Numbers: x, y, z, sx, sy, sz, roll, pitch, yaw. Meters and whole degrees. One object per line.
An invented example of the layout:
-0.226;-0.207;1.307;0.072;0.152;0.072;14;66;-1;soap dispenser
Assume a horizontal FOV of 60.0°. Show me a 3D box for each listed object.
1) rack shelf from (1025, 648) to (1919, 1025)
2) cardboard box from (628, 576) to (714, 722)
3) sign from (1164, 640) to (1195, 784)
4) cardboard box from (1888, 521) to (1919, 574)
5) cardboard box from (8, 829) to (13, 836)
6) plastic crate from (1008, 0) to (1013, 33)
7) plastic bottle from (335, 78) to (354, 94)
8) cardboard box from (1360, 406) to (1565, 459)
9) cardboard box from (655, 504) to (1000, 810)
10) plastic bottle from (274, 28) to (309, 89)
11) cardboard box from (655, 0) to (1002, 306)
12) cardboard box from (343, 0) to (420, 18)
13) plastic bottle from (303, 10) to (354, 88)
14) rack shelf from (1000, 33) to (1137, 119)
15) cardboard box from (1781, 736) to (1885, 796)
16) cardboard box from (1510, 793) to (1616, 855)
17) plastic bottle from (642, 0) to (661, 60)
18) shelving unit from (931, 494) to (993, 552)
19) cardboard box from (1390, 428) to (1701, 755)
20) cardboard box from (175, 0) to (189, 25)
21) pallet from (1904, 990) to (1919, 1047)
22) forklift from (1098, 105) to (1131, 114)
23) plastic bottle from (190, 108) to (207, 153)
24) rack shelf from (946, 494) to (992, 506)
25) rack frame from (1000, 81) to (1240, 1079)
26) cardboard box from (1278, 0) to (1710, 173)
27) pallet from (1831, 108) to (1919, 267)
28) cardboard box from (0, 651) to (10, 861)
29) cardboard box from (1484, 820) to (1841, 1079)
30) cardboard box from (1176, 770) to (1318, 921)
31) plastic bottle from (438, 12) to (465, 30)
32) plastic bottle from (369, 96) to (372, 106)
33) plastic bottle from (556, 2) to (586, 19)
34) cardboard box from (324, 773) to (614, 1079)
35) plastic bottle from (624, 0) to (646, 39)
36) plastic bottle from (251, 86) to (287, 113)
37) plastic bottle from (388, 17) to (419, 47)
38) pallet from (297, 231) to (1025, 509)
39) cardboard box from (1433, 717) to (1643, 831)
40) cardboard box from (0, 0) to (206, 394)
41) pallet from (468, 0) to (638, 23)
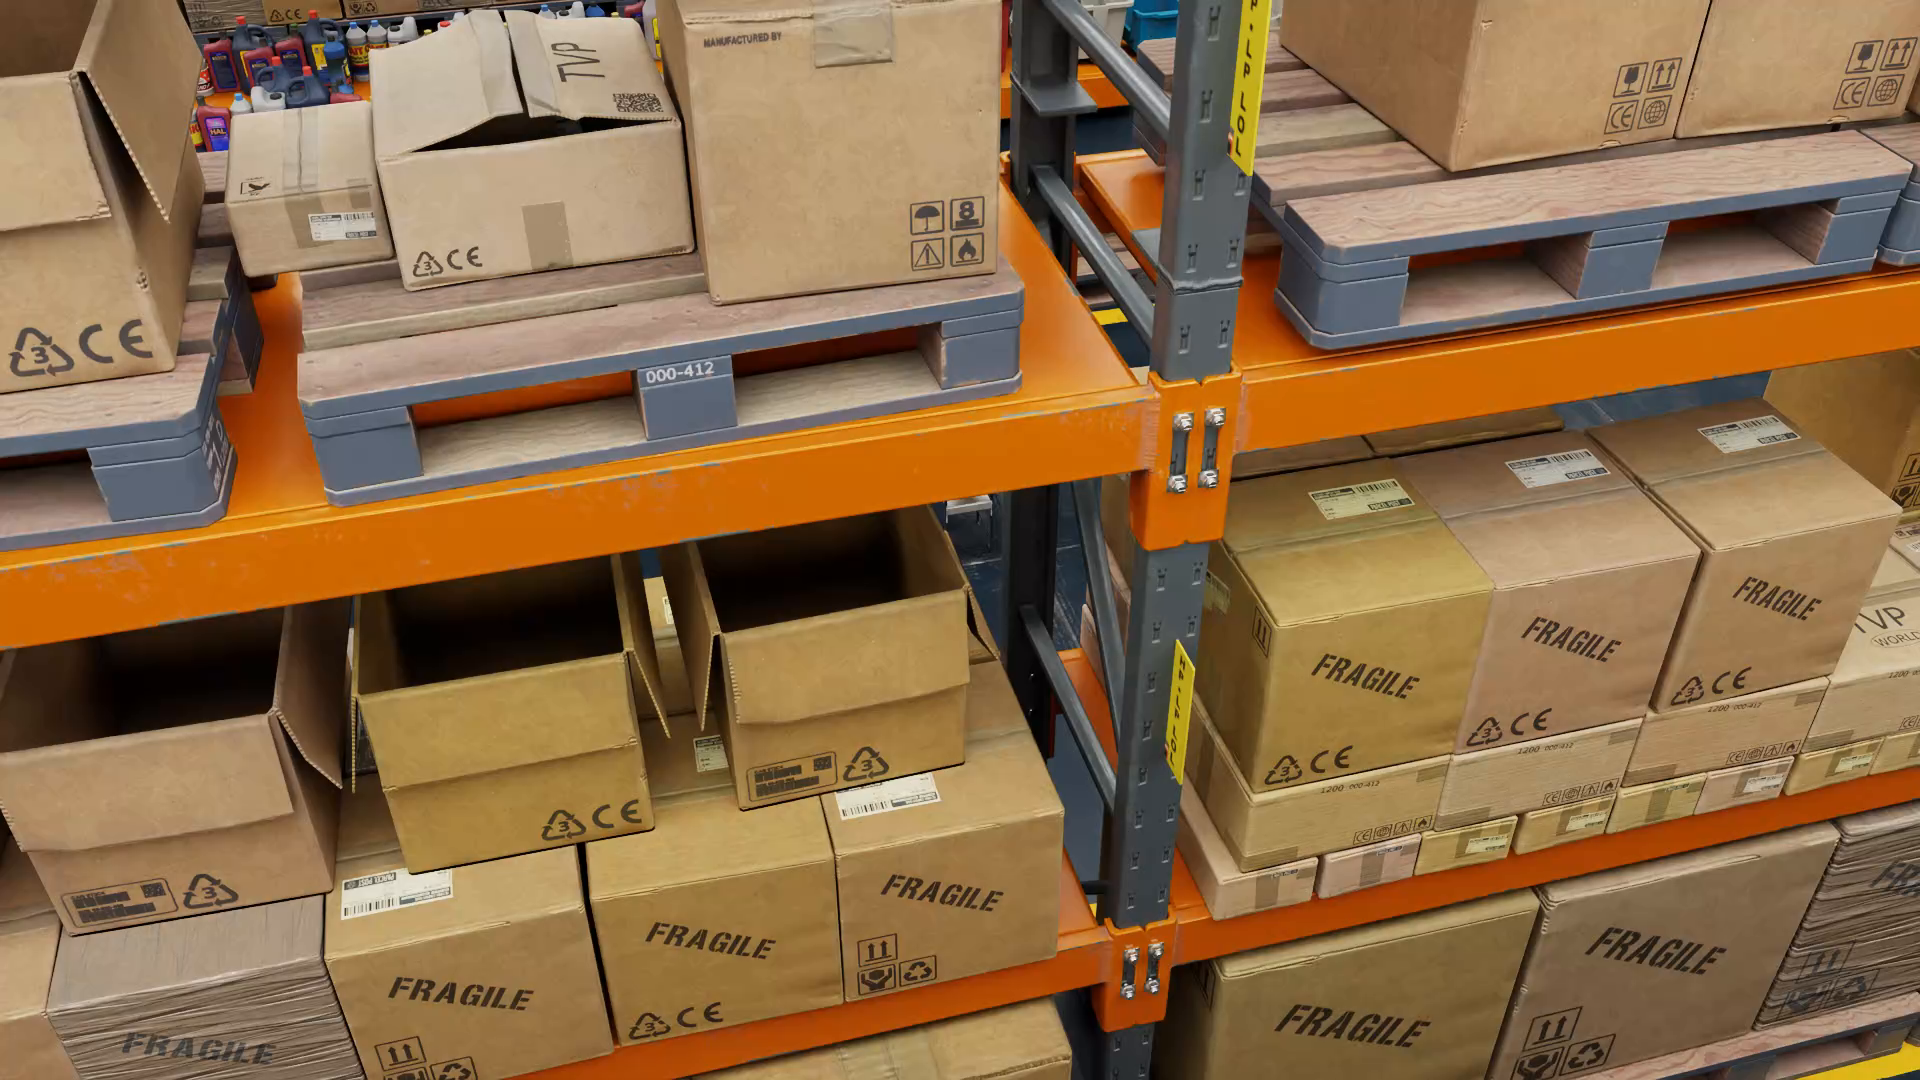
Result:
2.230;0.437;4.802;4.000;0.370;1.077;-9;38;-12;rack shelf
-0.695;0.435;4.131;0.500;0.500;0.500;-9;38;-12;cardboard box
0.450;0.356;3.428;0.005;0.325;0.100;-9;38;-12;sign
2.781;0.169;4.439;0.500;0.250;0.500;-11;39;-13;cardboard box
-2.167;0.679;3.812;0.500;0.500;0.500;-11;39;-13;cardboard box
0.019;-2.687;8.471;0.590;0.125;0.437;-9;38;-12;plastic crate
-2.731;-1.918;7.395;0.097;0.271;0.097;0;37;0;plastic bottle
1.158;-0.195;4.298;0.500;0.500;0.500;-9;38;-11;cardboard box
-0.315;0.136;3.696;0.637;0.503;0.797;-10;39;-13;cardboard box
-3.148;-2.267;7.841;0.133;0.283;0.061;-9;38;-12;plastic bottle
-0.258;-0.832;2.972;0.500;0.500;0.700;-8;38;-11;cardboard box
-4.135;-4.045;11.764;0.500;0.500;0.500;-11;39;-13;cardboard box
-2.999;-2.331;7.869;0.185;0.351;0.144;-9;38;-12;plastic bottle
0.939;-2.468;8.600;4.000;0.370;1.077;-9;38;-12;rack shelf
2.176;0.468;4.376;0.250;0.149;0.380;-10;39;-13;cardboard box
1.433;0.590;4.217;0.250;0.149;0.380;-10;39;-13;cardboard box
-1.455;-2.546;8.150;0.185;0.351;0.144;-9;38;-12;plastic bottle
0.008;-0.359;6.978;0.210;0.900;0.258;-9;38;-12;shelving unit
1.306;0.112;3.896;0.500;0.500;0.500;-9;38;-12;cardboard box
-5.627;-3.796;11.439;0.500;0.500;0.500;-8;38;-10;cardboard box
3.410;1.114;5.619;1.213;0.211;1.003;-9;38;-12;pallet
-0.374;-4.074;10.163;3.031;2.935;1.130;-7;38;-9;forklift
-3.340;-1.780;7.214;0.097;0.271;0.097;0;37;0;plastic bottle
0.008;-0.261;7.053;0.200;0.077;0.258;-9;38;-12;rack shelf
0.300;0.468;4.169;0.127;3.000;1.000;-9;38;-12;rack frame
1.039;-1.129;3.278;0.500;0.500;0.700;-12;39;-15;cardboard box
2.268;-1.003;3.696;1.213;0.211;1.003;-9;38;-12;pallet
-2.222;0.455;3.278;0.637;0.503;0.797;-8;38;-11;cardboard box
1.827;0.945;4.949;0.875;0.875;0.875;-9;38;-12;cardboard box
0.672;0.716;4.052;0.250;0.149;0.380;-9;38;-12;cardboard box
-2.432;-2.392;8.010;0.135;0.276;0.152;-9;38;-12;plastic bottle
-2.586;-1.876;7.397;0.097;0.201;0.097;0;37;0;plastic bottle
-1.891;-2.480;8.126;0.135;0.276;0.152;-9;38;-12;plastic bottle
-1.063;0.824;3.622;0.500;0.500;0.500;-10;38;-12;cardboard box
-1.586;-2.562;8.226;0.133;0.283;0.061;-9;38;-12;plastic bottle
-3.012;-1.853;7.306;0.135;0.276;0.152;-9;38;-12;plastic bottle
-2.656;-2.355;7.962;0.135;0.276;0.152;-9;38;-12;plastic bottle
-0.573;-0.473;3.089;1.217;0.209;0.805;-11;39;-14;pallet
1.303;0.413;4.120;0.500;0.250;0.500;-9;38;-12;cardboard box
-1.595;-0.634;2.710;0.637;0.503;0.797;-10;38;-13;cardboard box
-3.055;-4.085;12.416;1.213;0.211;1.003;-9;38;-12;pallet
